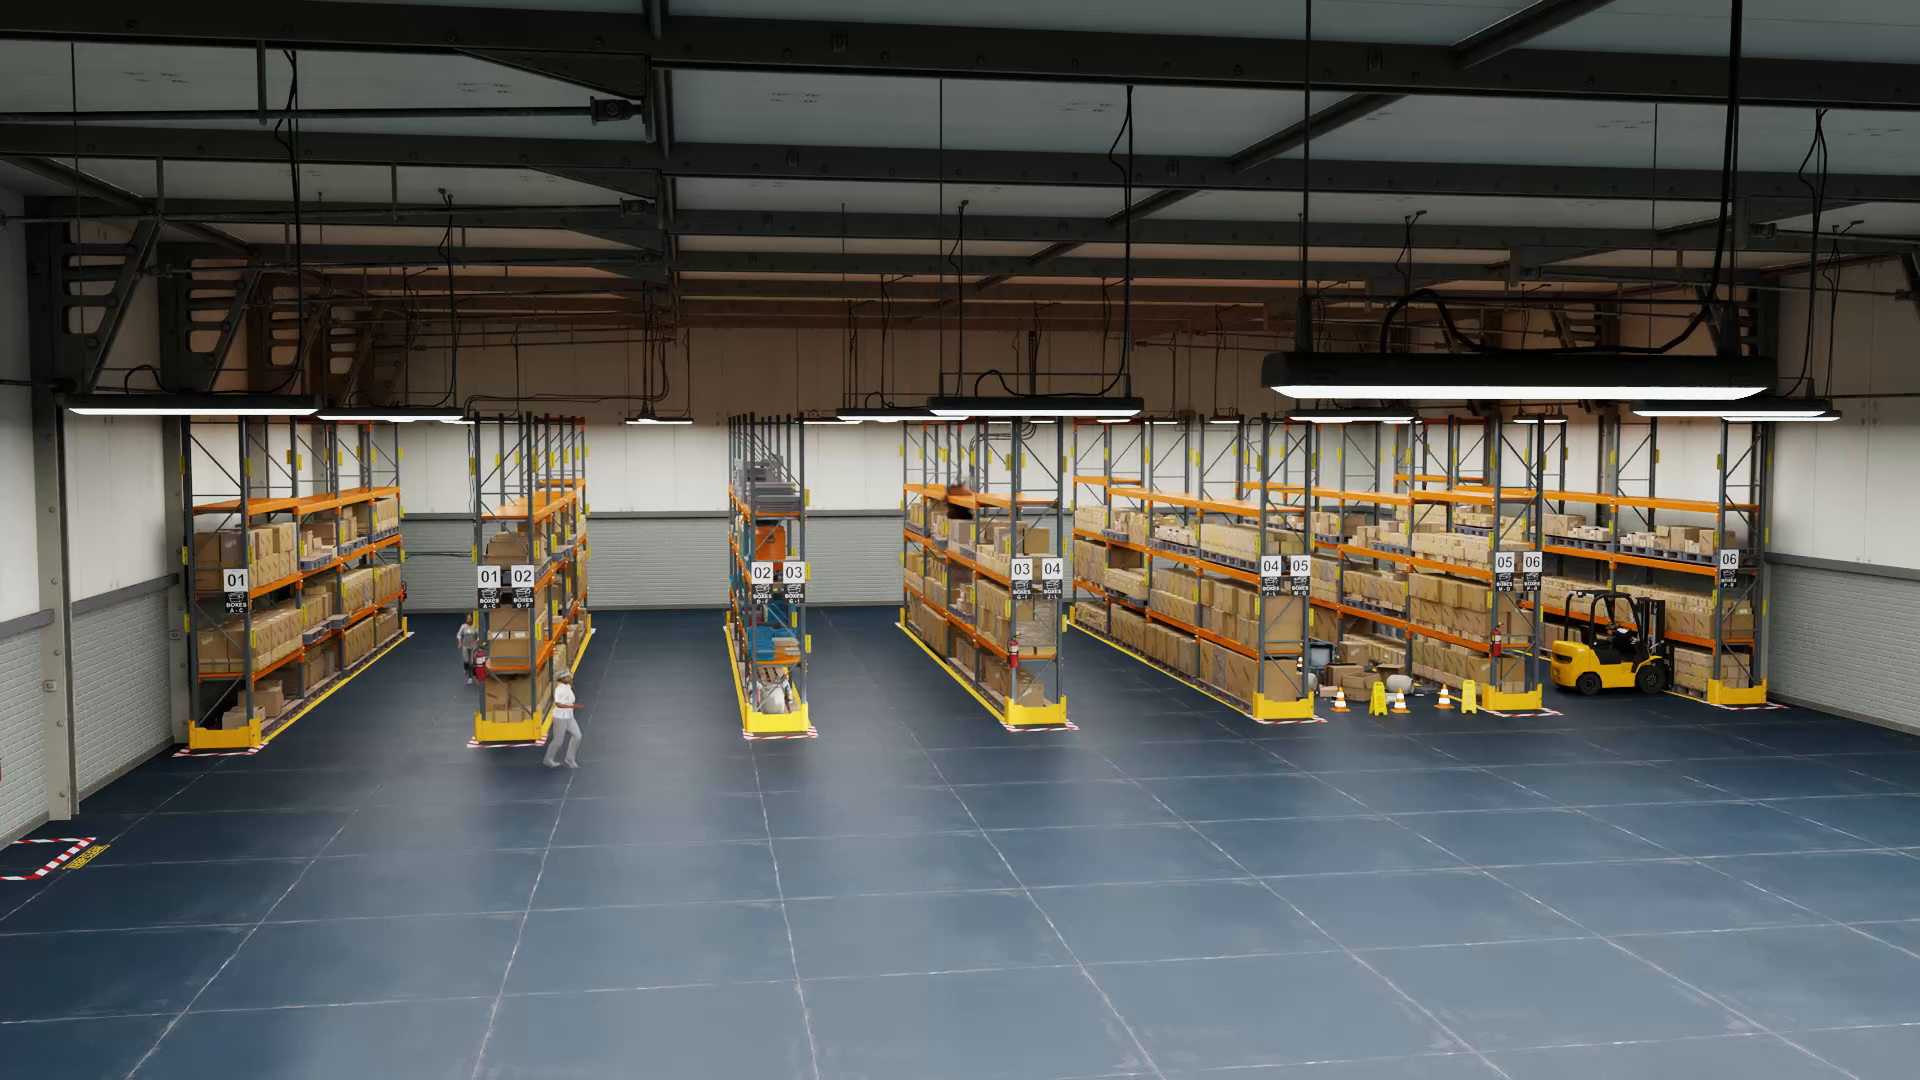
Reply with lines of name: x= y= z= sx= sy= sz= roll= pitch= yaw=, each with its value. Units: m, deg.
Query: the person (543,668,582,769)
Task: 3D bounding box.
person: x=-6.623 y=3.006 z=27.788 sx=0.736 sy=1.742 sz=0.563 roll=1 pitch=4 yaw=12

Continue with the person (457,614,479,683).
person: x=-10.950 y=2.425 z=37.112 sx=0.531 sy=1.557 sz=0.539 roll=-1 pitch=4 yaw=-16

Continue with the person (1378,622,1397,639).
person: x=11.208 y=1.919 z=43.527 sx=0.549 sy=1.714 sz=0.728 roll=-1 pitch=4 yaw=-14
